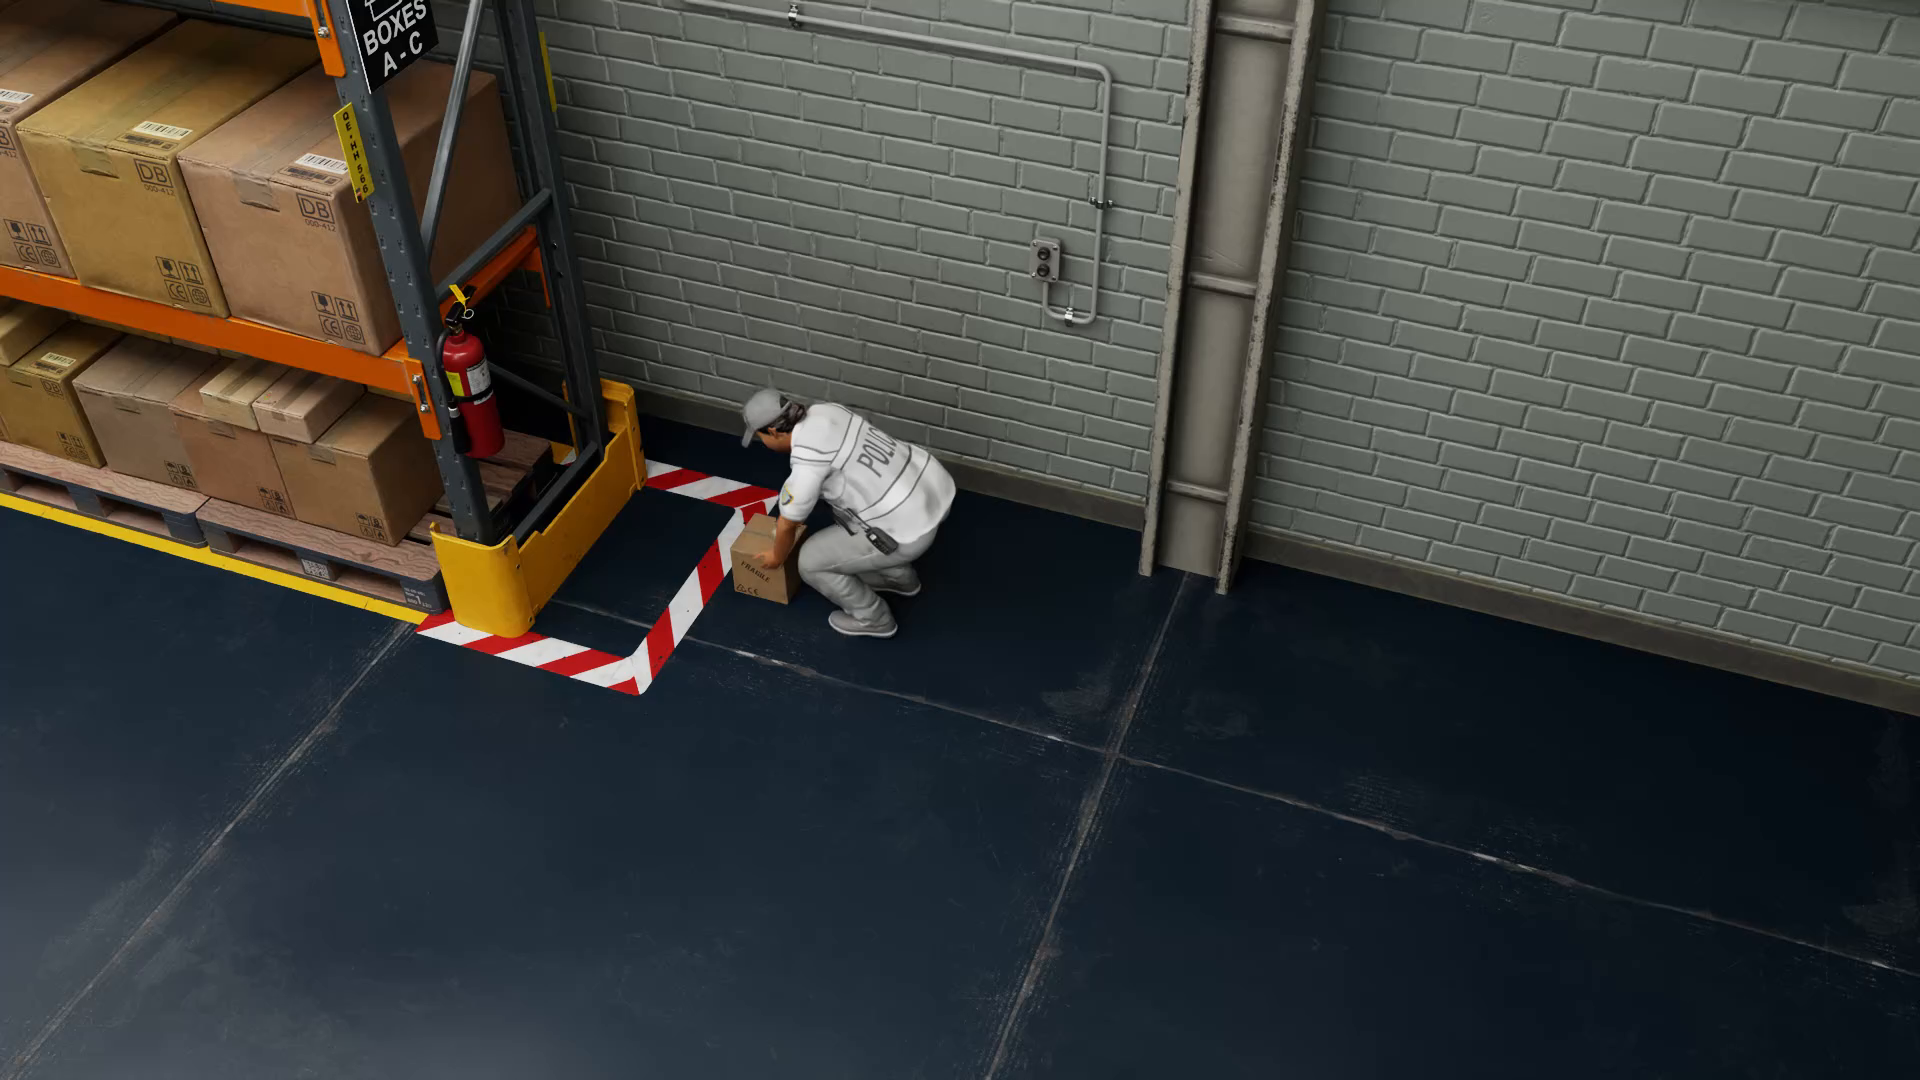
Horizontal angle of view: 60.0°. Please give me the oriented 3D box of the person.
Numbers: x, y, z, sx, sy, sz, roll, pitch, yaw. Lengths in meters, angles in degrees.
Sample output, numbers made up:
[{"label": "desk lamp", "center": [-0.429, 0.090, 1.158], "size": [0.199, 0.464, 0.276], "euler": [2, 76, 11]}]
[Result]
[{"label": "person", "center": [-0.452, -0.116, 6.742], "size": [0.838, 1.067, 0.532], "euler": [14, 44, 15]}]
